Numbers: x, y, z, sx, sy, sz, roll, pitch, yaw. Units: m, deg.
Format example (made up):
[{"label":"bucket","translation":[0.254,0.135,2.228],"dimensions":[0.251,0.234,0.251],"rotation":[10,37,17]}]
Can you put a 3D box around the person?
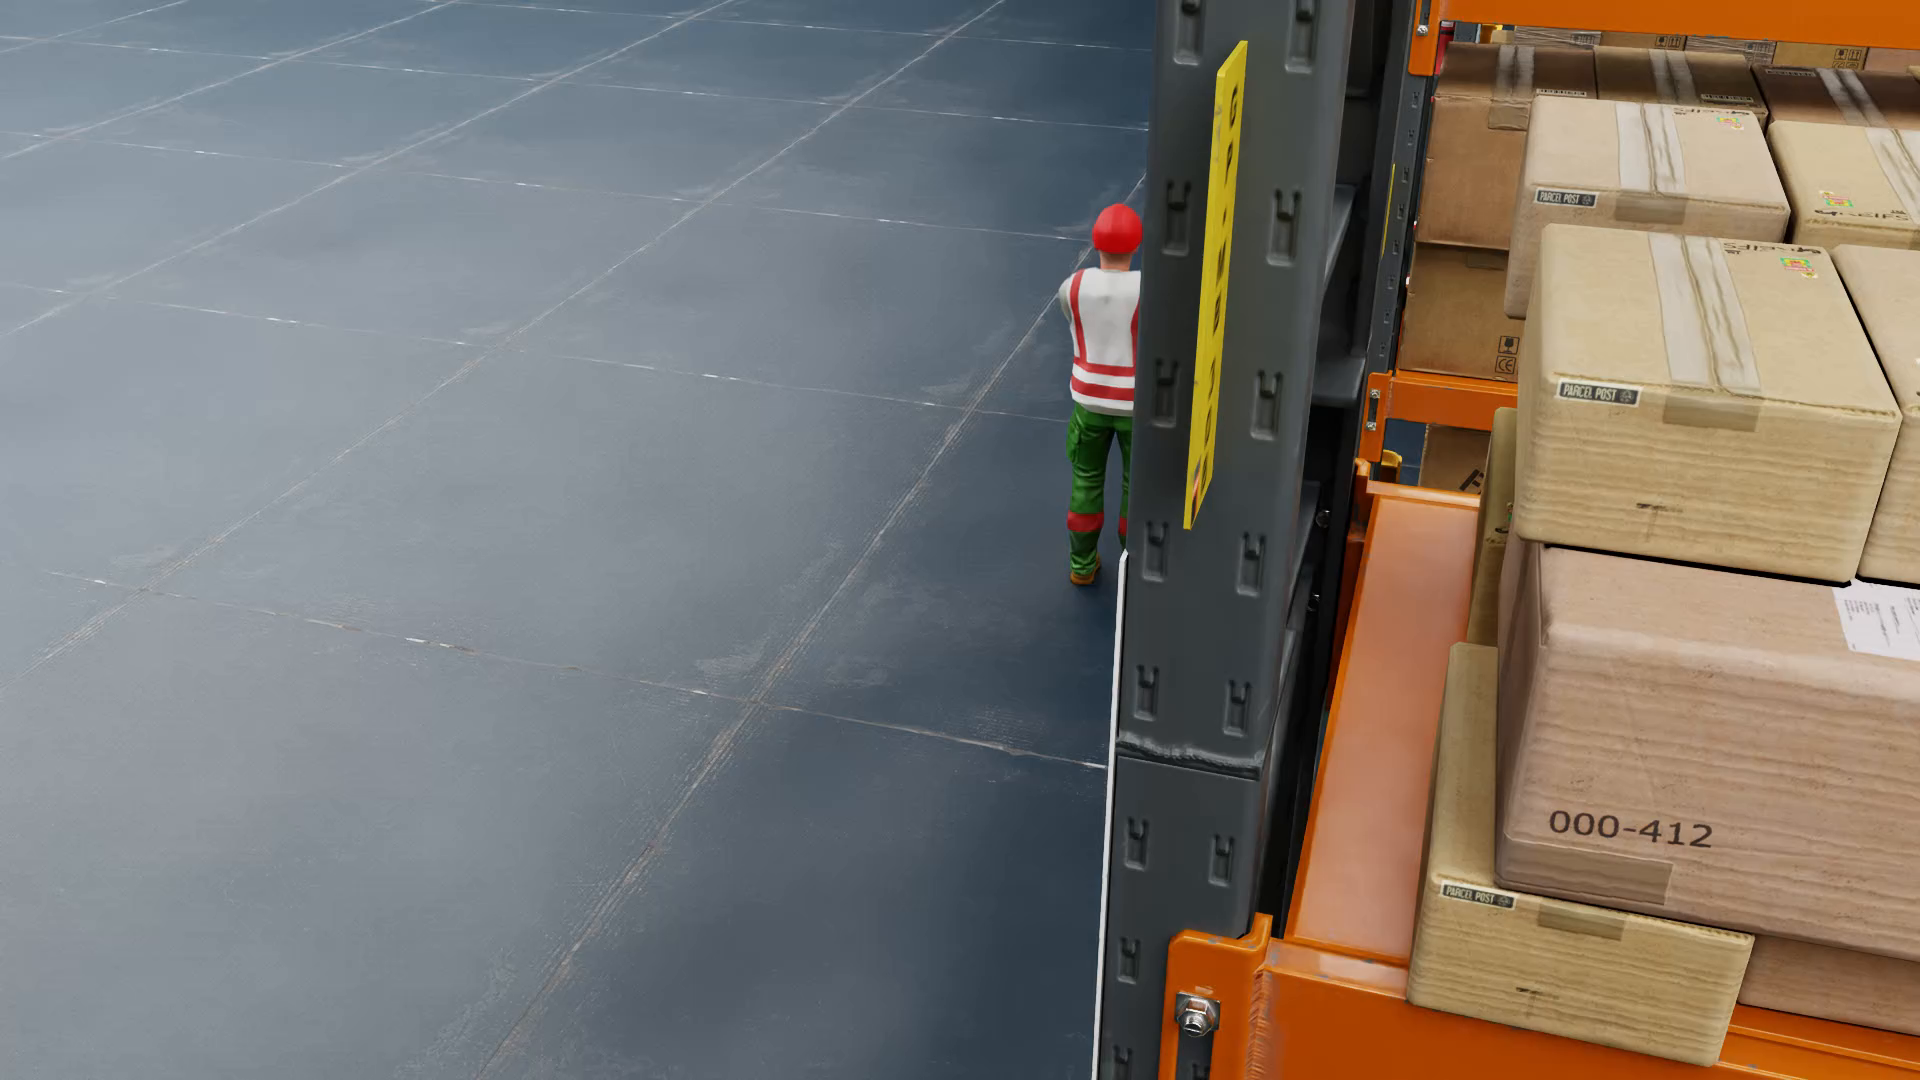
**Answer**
[{"label":"person","translation":[0.698,-0.649,7.280],"dimensions":[0.494,1.783,0.568],"rotation":[9,30,16]}]
